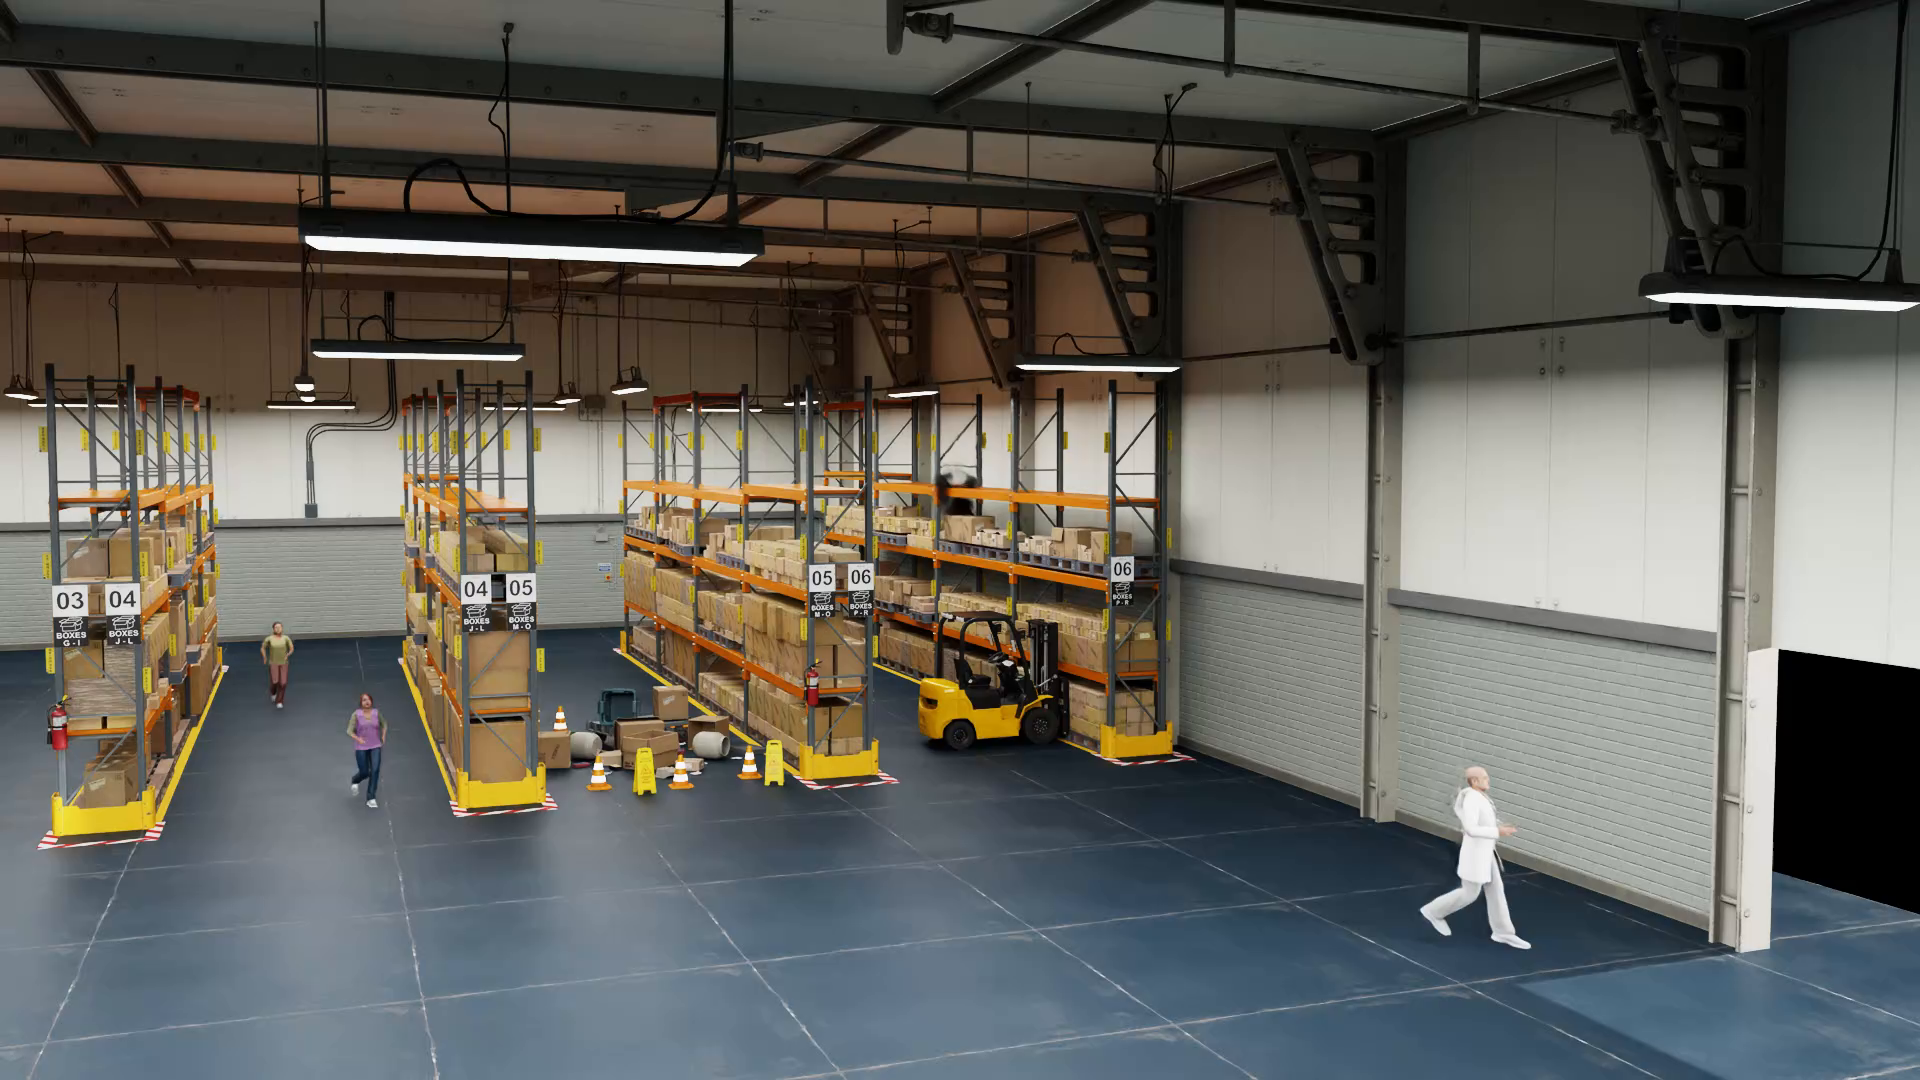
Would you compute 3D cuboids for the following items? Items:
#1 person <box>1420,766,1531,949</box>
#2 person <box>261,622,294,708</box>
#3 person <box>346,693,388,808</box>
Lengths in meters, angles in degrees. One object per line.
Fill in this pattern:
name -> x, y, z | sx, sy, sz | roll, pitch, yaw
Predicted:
person -> 5.121, 3.128, 16.496 | 1.049, 1.781, 0.710 | 2, 4, 28
person -> -12.857, 2.355, 31.372 | 0.575, 1.627, 0.540 | -2, 4, -29
person -> -8.168, 2.895, 23.013 | 0.566, 1.543, 0.717 | -2, 4, -31
